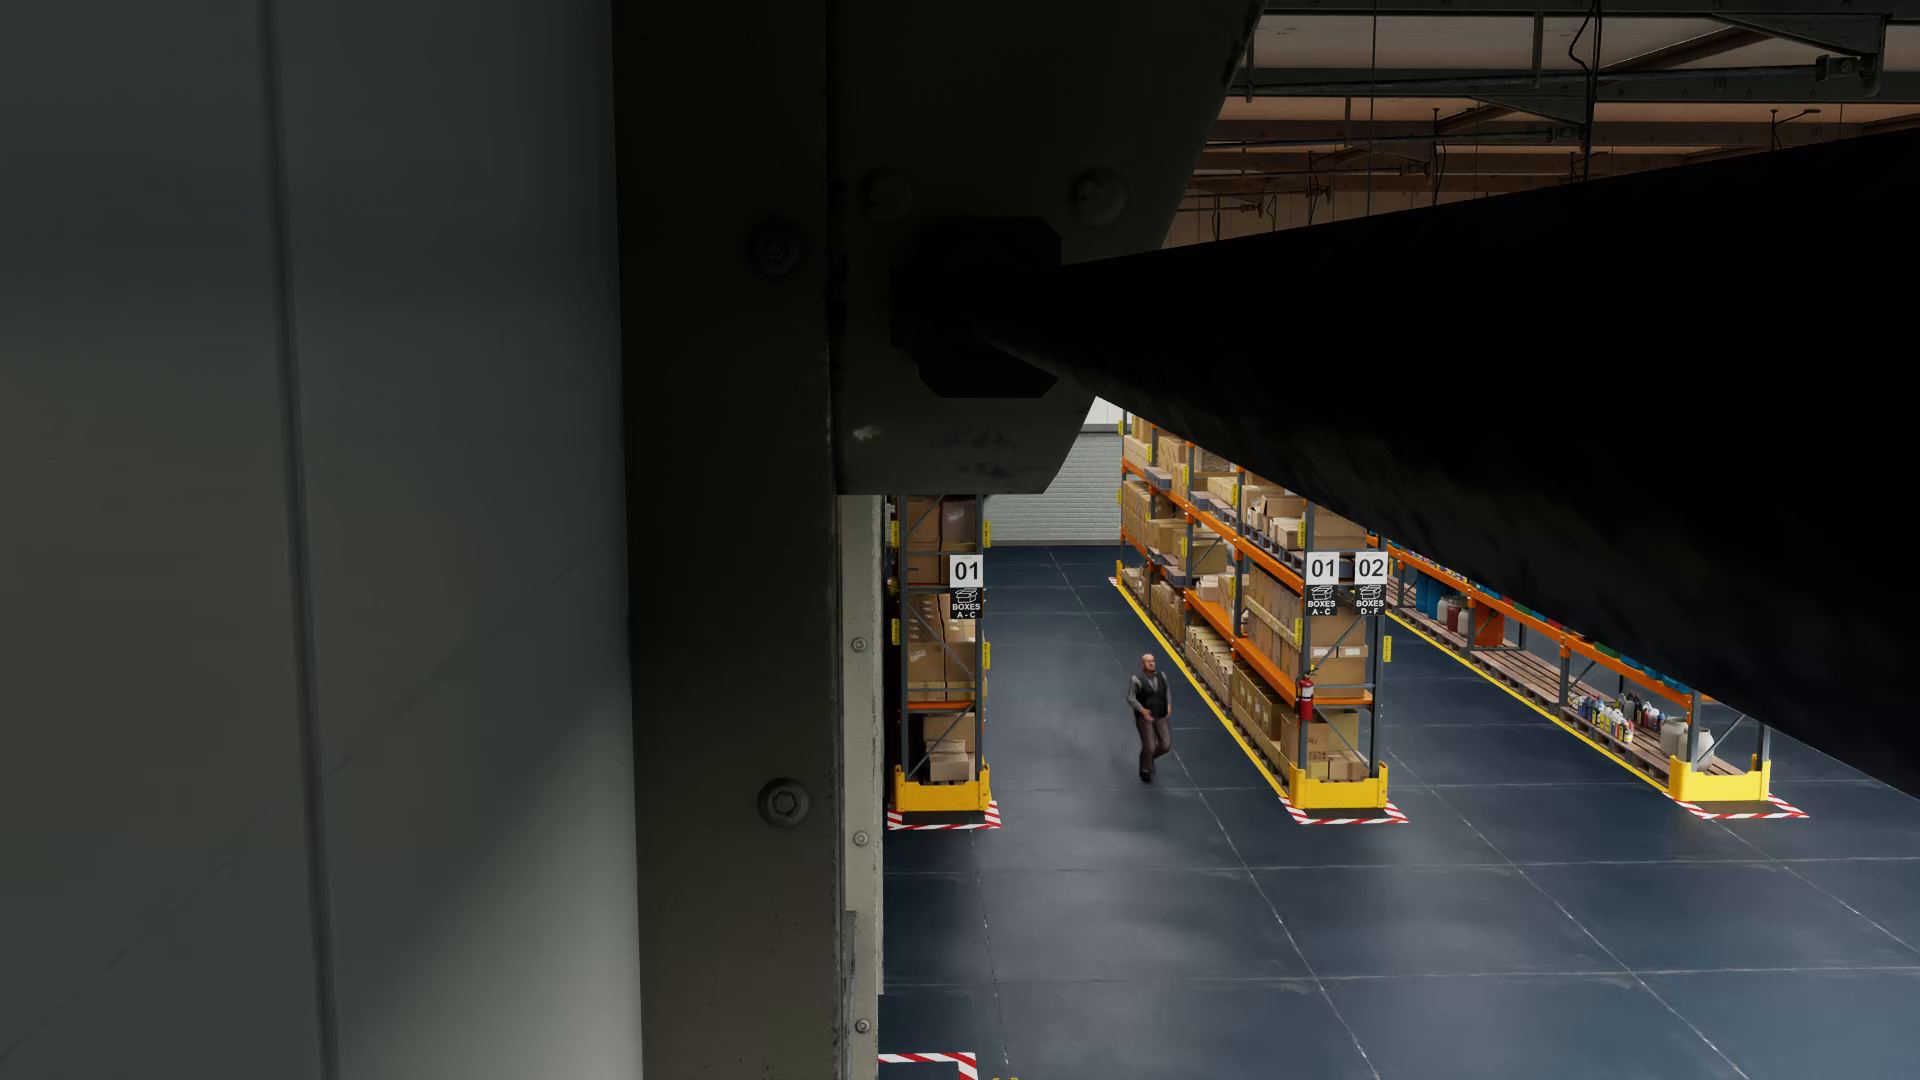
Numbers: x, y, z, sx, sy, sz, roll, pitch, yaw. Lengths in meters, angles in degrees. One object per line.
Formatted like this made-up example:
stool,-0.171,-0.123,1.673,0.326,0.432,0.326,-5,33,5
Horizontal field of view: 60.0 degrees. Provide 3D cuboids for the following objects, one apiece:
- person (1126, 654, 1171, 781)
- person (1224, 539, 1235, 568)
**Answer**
person,2.507,2.322,21.673,0.671,1.679,0.512,-3,9,-19
person,5.916,0.174,35.910,0.758,1.772,0.887,-4,9,-25
